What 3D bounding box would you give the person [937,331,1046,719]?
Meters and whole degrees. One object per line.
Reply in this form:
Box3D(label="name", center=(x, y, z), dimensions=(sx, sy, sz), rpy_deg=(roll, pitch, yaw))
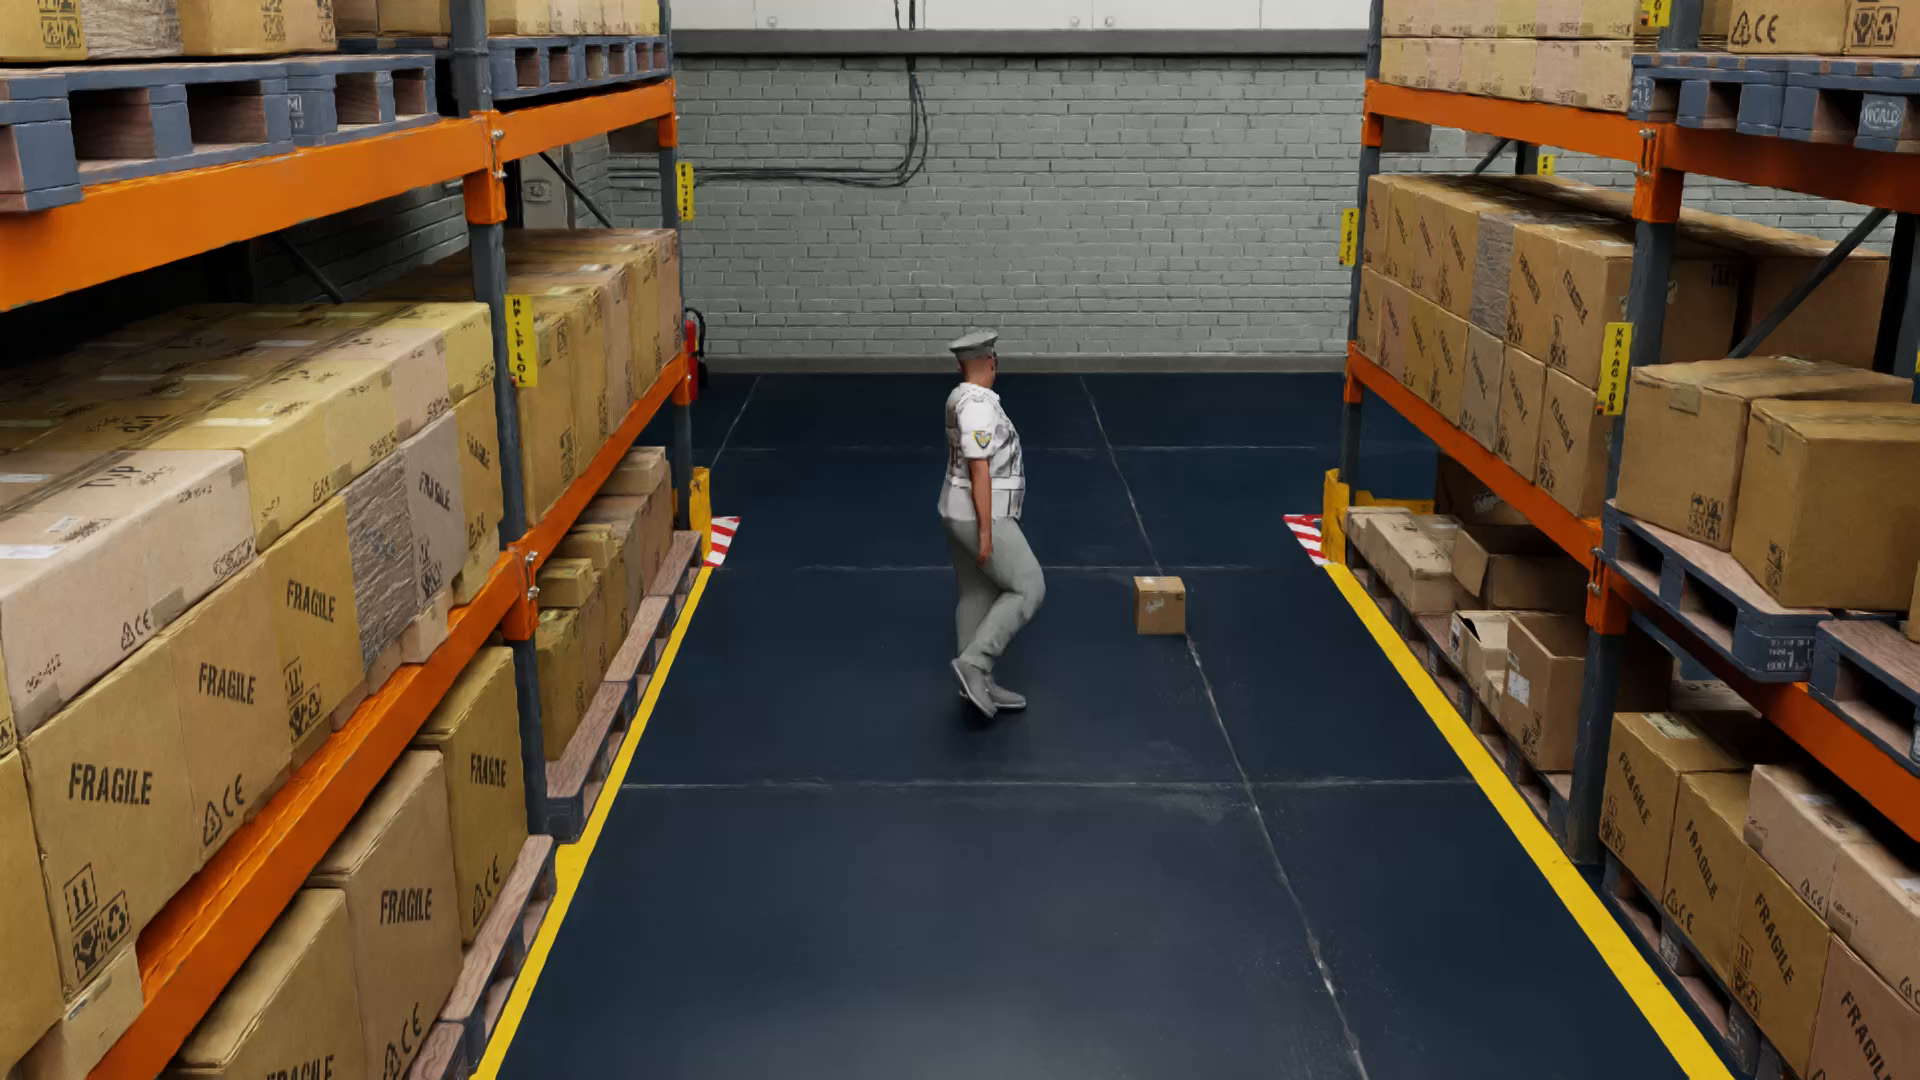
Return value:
Box3D(label="person", center=(0.144, -0.071, 7.755), dimensions=(0.471, 1.742, 0.747), rpy_deg=(-3, 17, -8))
